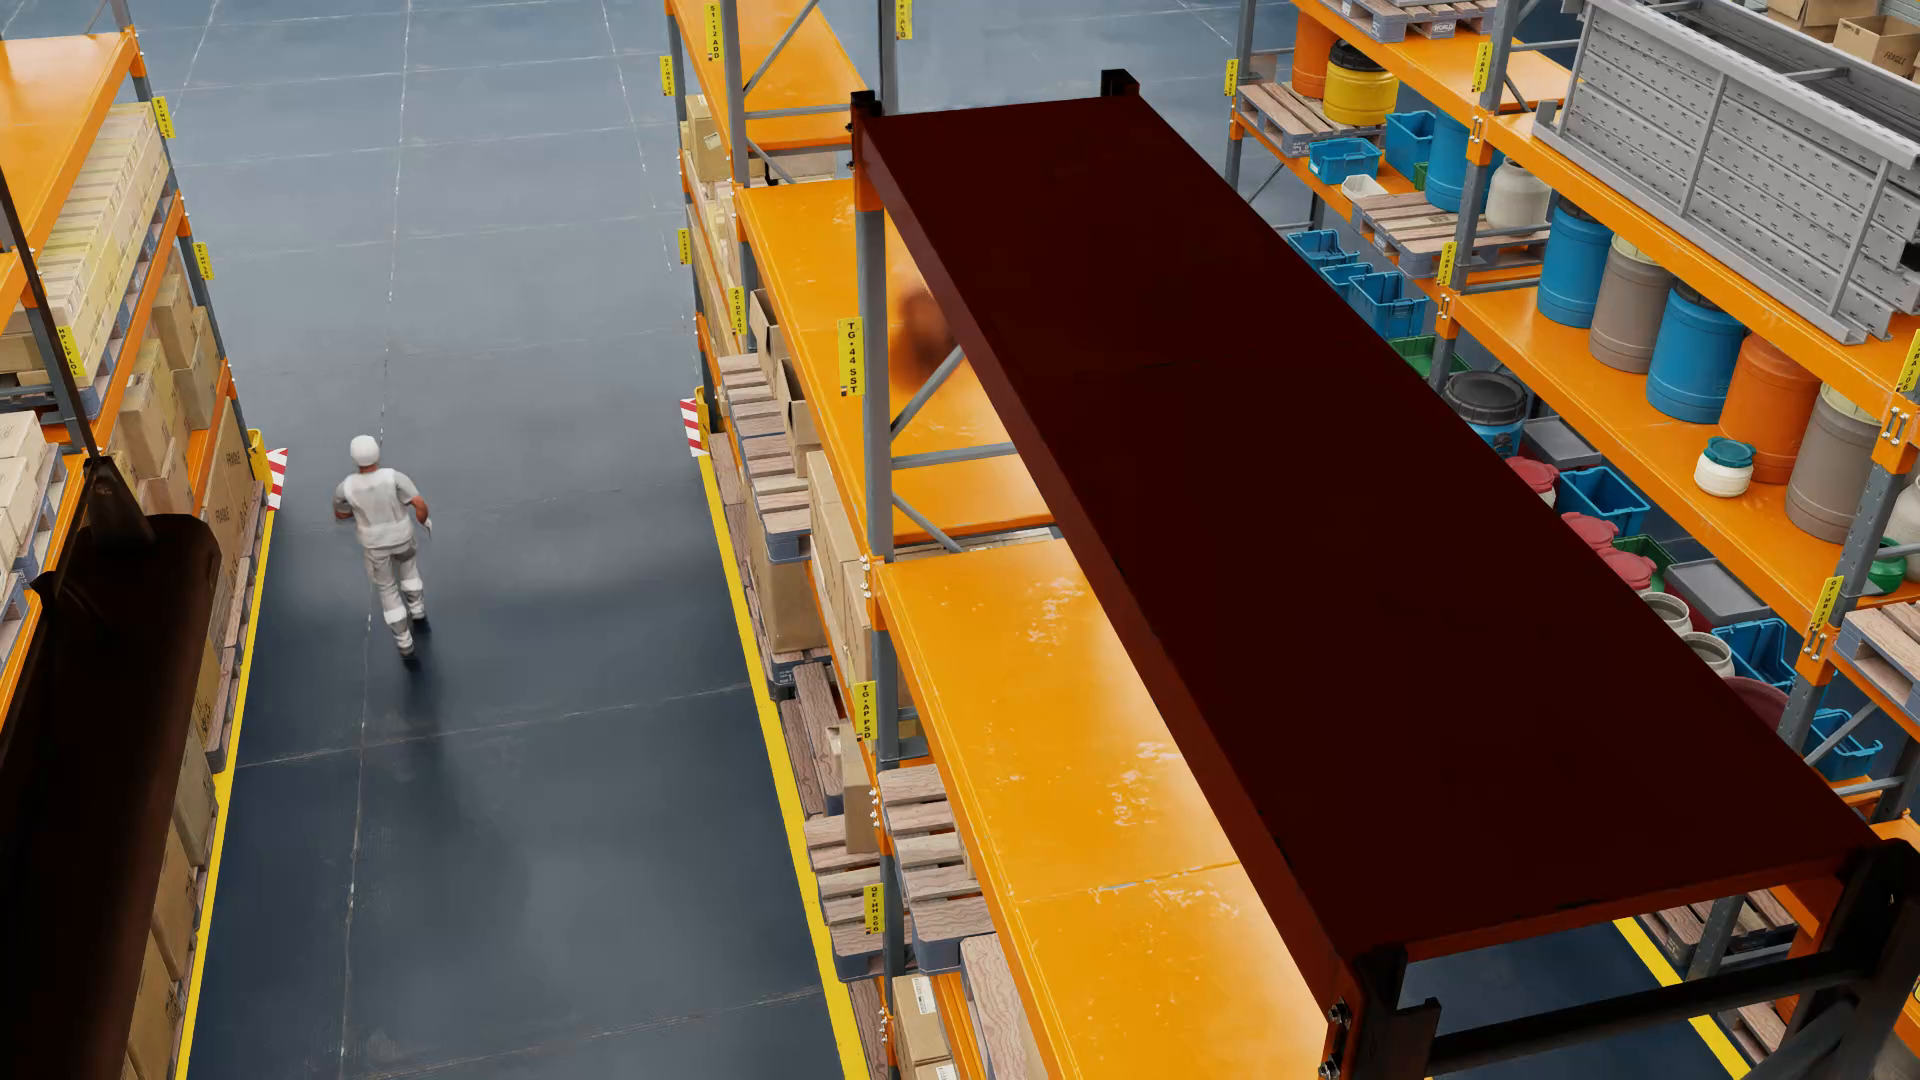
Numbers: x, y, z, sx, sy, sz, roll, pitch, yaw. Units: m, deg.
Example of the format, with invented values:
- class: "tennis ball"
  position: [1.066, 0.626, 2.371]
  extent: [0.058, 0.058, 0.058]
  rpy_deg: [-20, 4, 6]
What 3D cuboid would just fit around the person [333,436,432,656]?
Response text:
- class: "person"
  position: [-4.288, 0.014, 12.493]
  extent: [0.650, 1.844, 0.774]
  rpy_deg: [-15, 37, -21]
